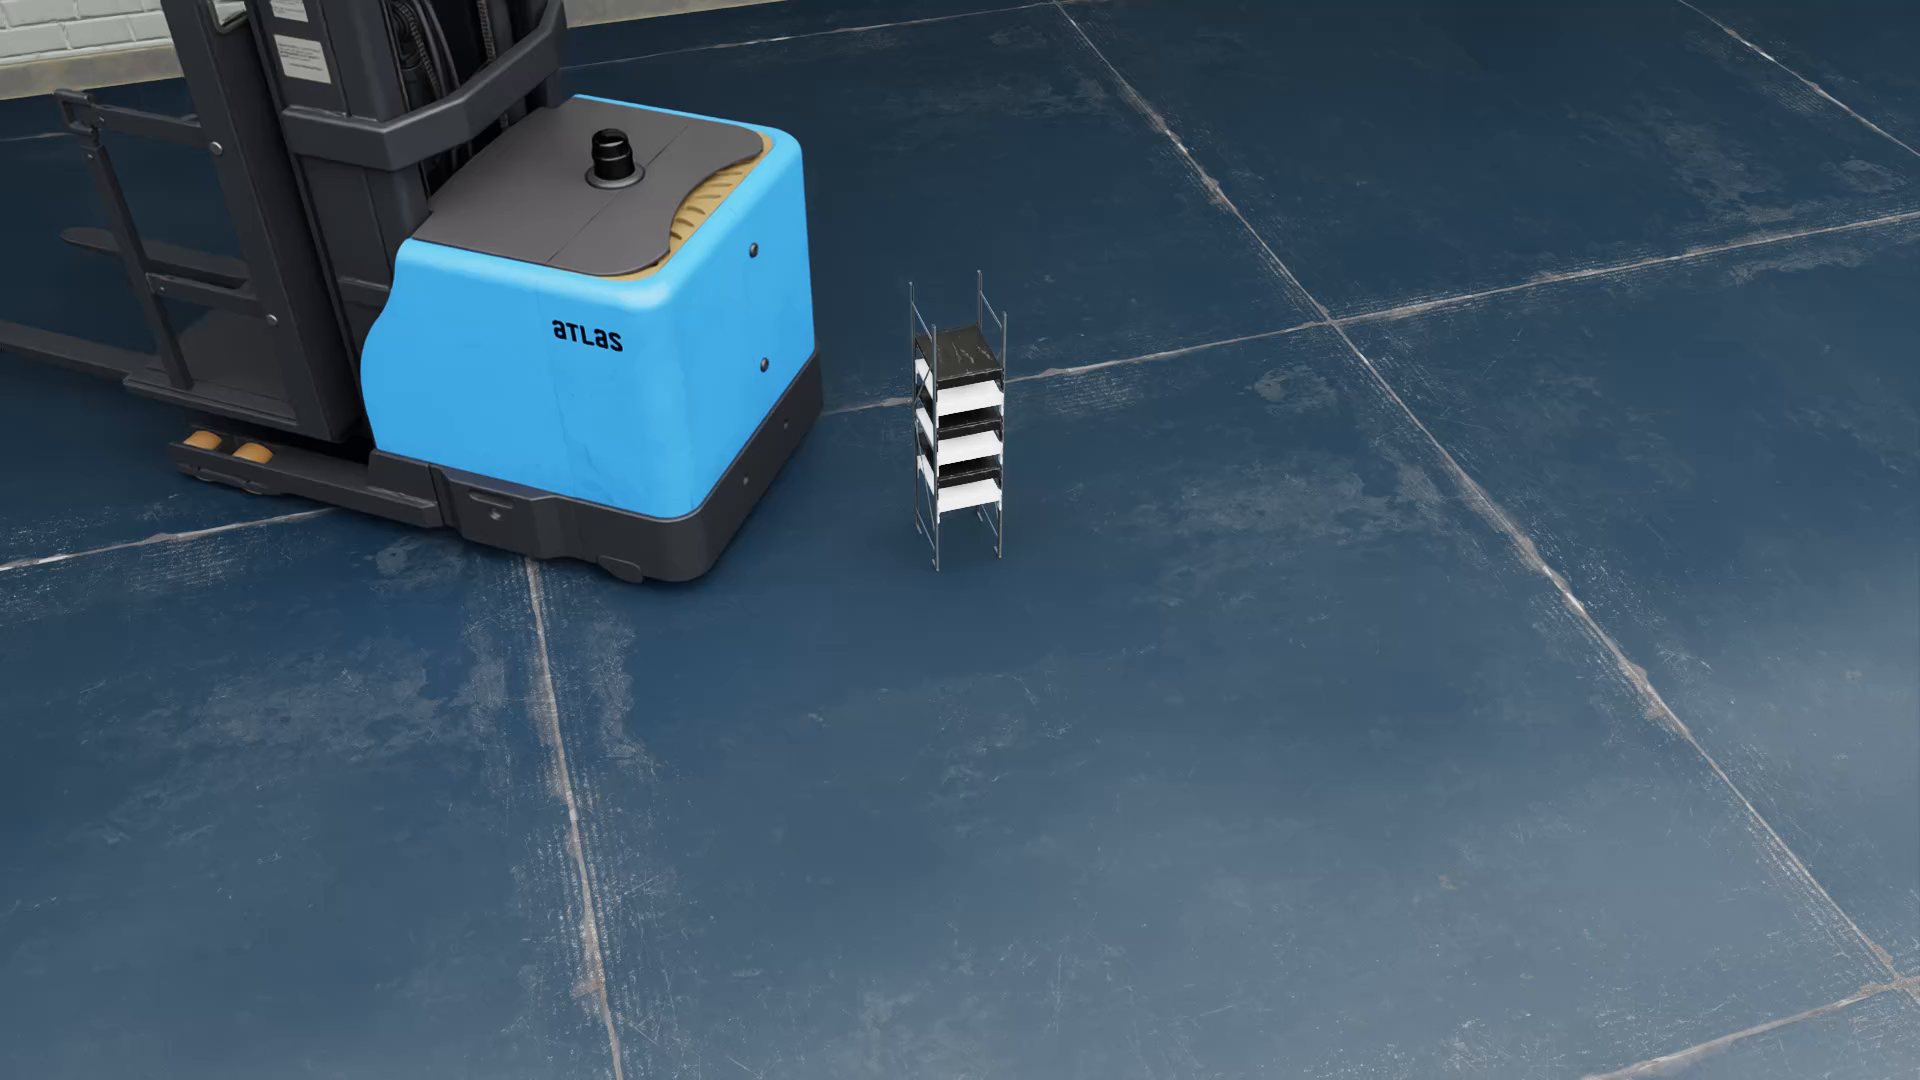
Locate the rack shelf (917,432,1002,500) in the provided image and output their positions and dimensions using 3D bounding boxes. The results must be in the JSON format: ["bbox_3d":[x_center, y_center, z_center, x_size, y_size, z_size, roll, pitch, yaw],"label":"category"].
[{"bbox_3d":[-0.008,-0.244,5.033,0.200,0.077,0.258,-12,42,-13],"label":"rack shelf"}]

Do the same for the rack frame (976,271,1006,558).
[{"bbox_3d":[0.089,-0.357,4.975,0.006,0.900,0.240,-12,42,-13],"label":"rack frame"}]

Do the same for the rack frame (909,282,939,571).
[{"bbox_3d":[-0.105,-0.317,4.929,0.006,0.900,0.240,-12,42,-13],"label":"rack frame"}]

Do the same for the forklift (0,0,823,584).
[{"bbox_3d":[-2.039,-1.565,4.813,3.031,2.935,1.130,13,43,15],"label":"forklift"}]

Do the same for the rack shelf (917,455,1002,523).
[{"bbox_3d":[-0.008,-0.177,5.092,0.200,0.077,0.258,-12,42,-13],"label":"rack shelf"}]

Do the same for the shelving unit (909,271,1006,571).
[{"bbox_3d":[-0.008,-0.337,4.952,0.210,0.900,0.258,-12,42,-13],"label":"shelving unit"}]

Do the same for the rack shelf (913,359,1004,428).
[{"bbox_3d":[-0.008,-0.448,4.856,0.200,0.077,0.258,-12,42,-13],"label":"rack shelf"}]

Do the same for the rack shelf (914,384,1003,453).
[{"bbox_3d":[-0.008,-0.380,4.915,0.200,0.077,0.258,-12,42,-13],"label":"rack shelf"}]

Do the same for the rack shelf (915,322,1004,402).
[{"bbox_3d":[-0.008,-0.516,4.796,0.200,0.077,0.258,-12,42,-13],"label":"rack shelf"}]

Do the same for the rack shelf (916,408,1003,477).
[{"bbox_3d":[-0.008,-0.312,4.974,0.200,0.077,0.258,-12,42,-13],"label":"rack shelf"}]
